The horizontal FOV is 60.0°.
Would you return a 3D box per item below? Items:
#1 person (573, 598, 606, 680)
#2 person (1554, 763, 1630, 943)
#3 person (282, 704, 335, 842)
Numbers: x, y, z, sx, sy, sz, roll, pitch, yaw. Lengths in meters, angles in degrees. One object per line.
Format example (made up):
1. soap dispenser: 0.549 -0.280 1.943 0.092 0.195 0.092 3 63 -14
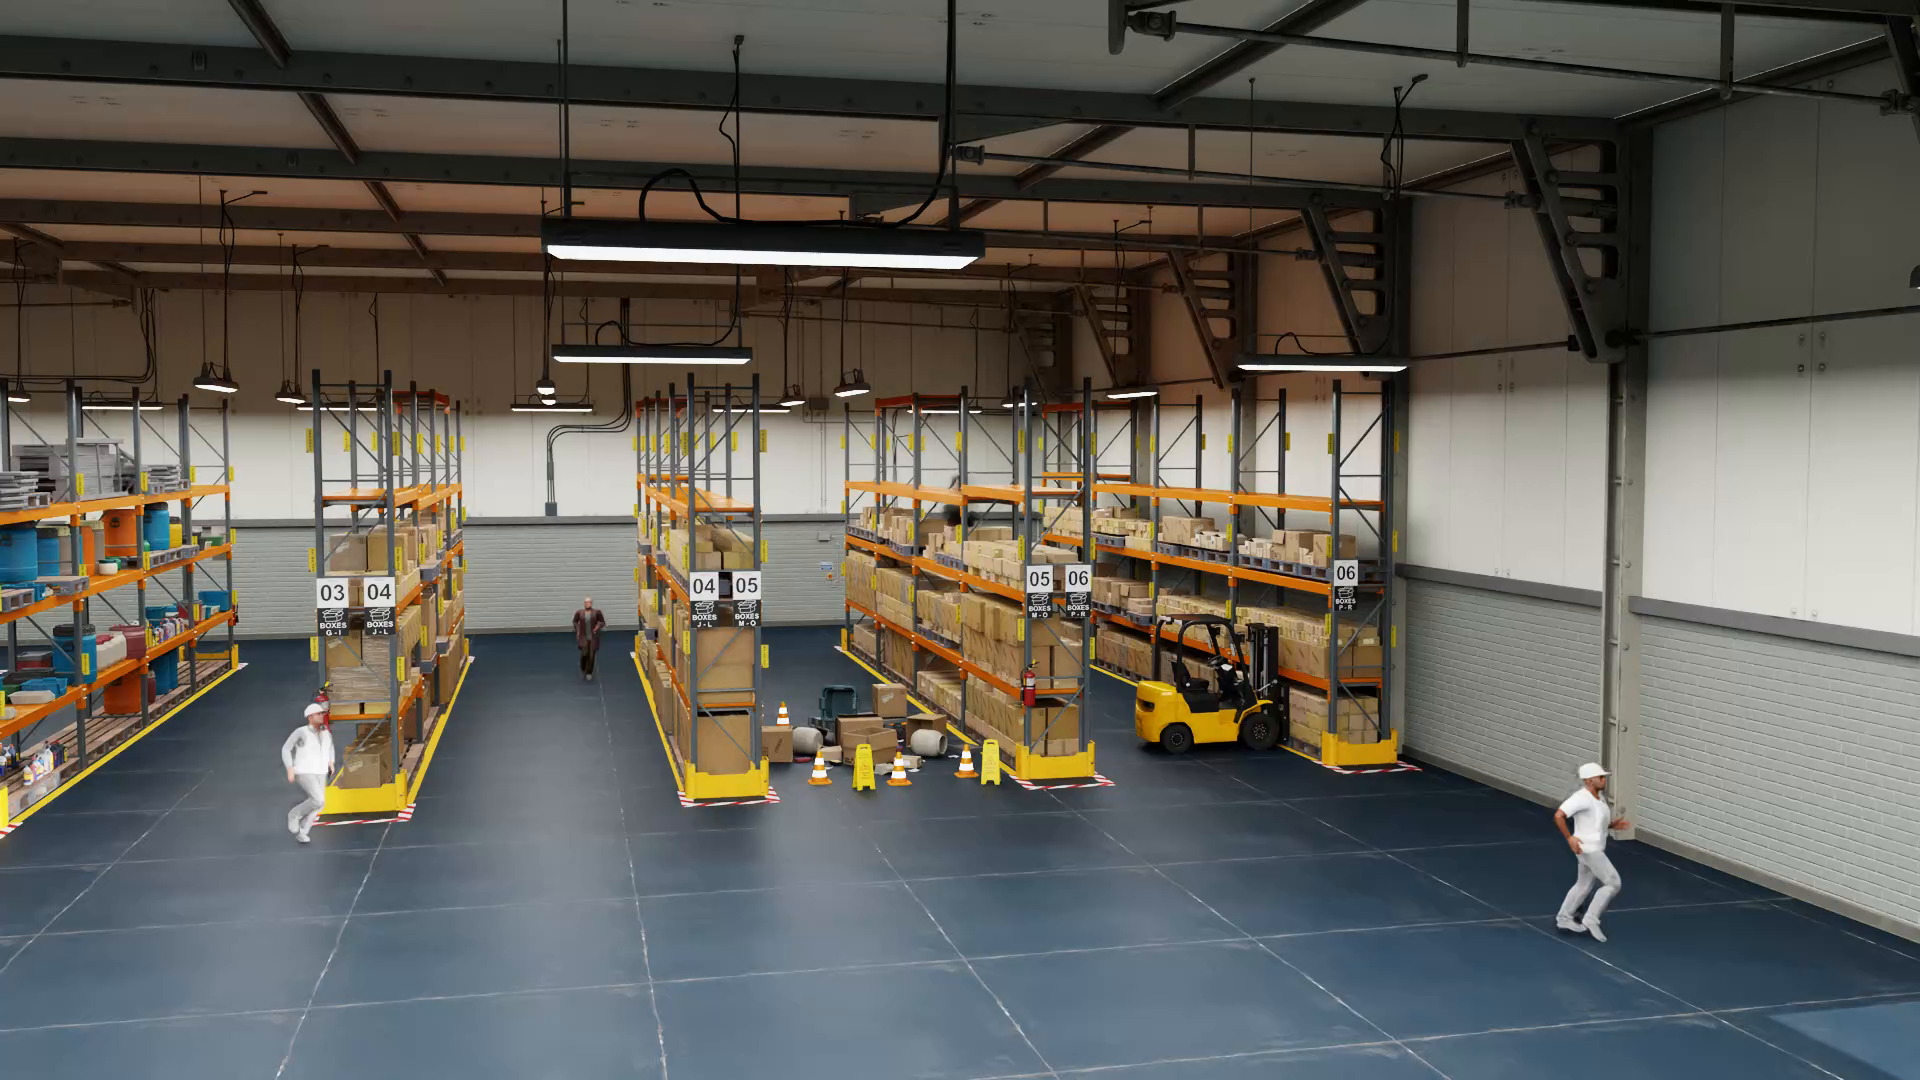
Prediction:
1. person: -7.841 2.093 35.157 0.684 1.750 0.683 -1 3 -11
2. person: 6.401 3.150 16.823 0.692 1.781 0.685 2 4 29
3. person: -8.152 2.936 21.050 0.538 1.700 0.684 2 4 29
